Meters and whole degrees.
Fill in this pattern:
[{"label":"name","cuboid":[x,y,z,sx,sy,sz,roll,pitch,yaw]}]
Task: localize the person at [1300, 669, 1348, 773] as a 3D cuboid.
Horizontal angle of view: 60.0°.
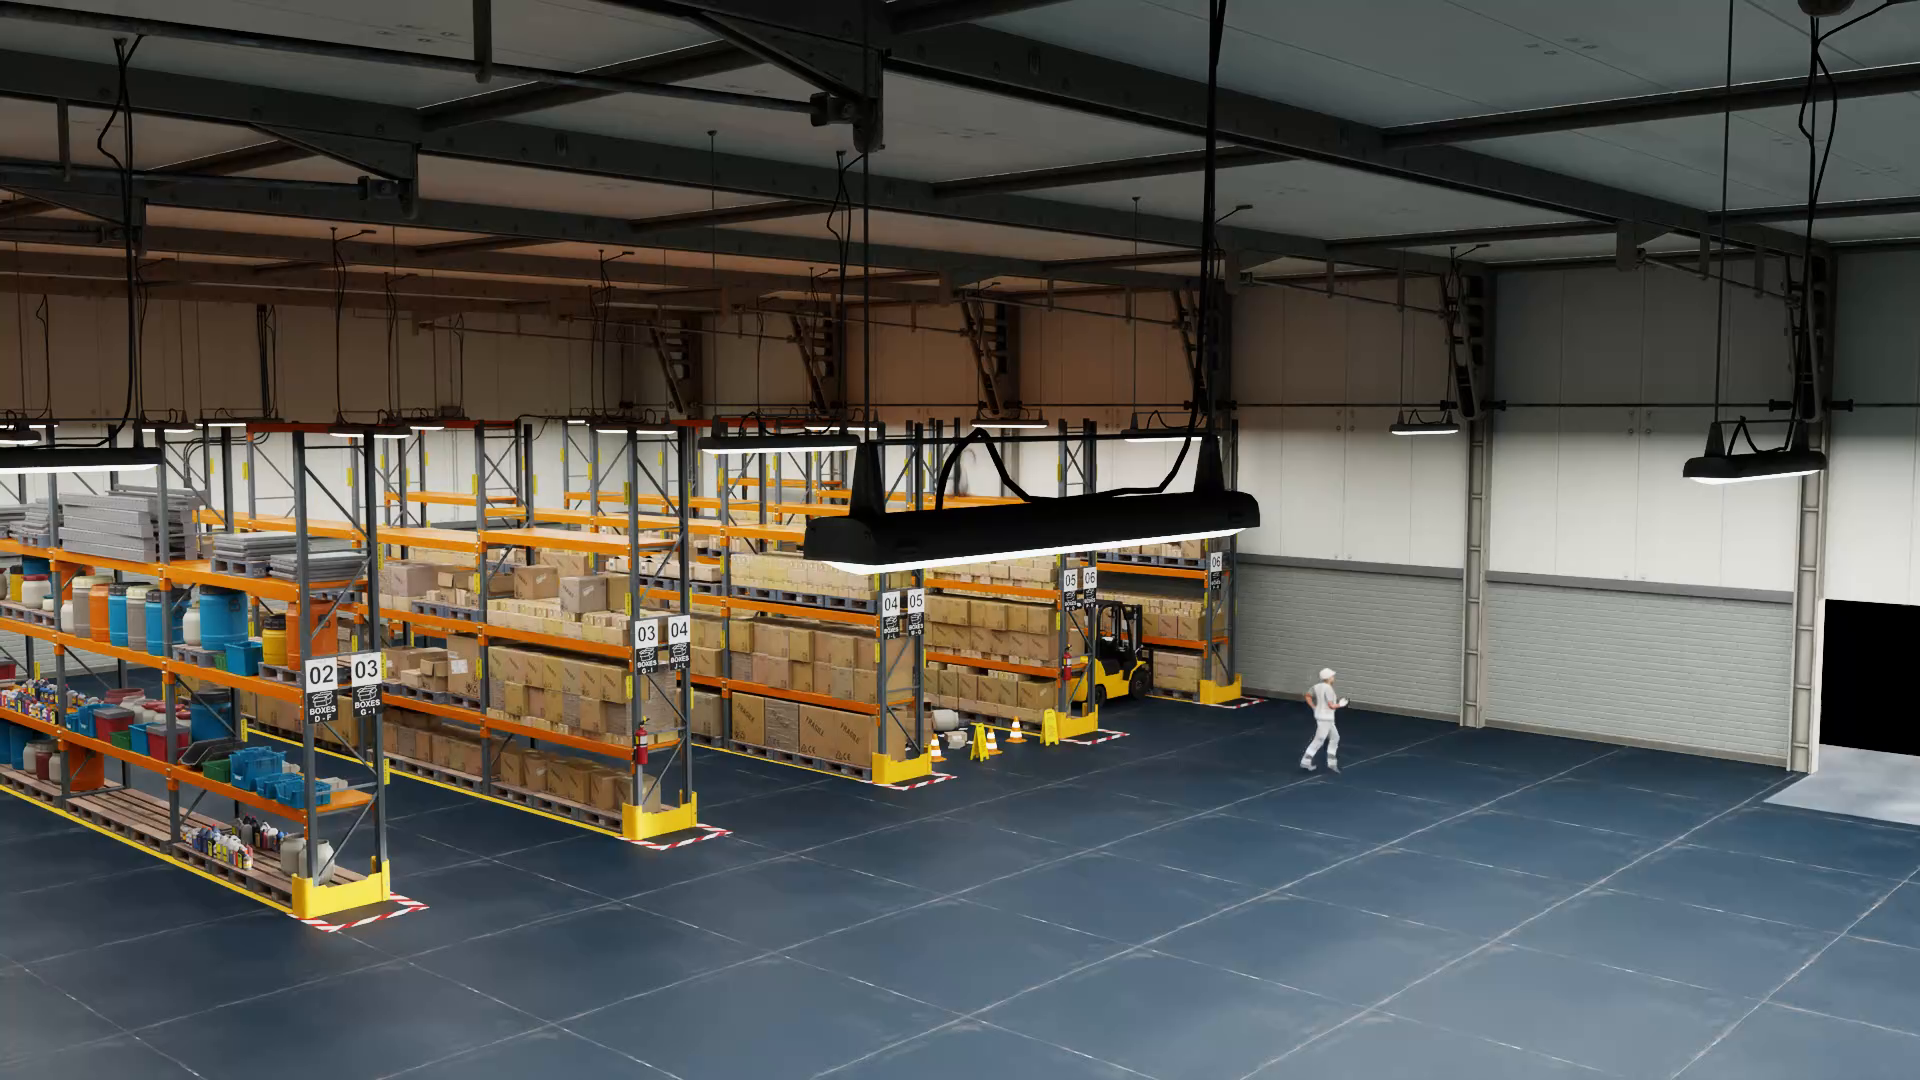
[{"label":"person","cuboid":[6.225,3.124,28.453,0.792,1.851,0.616,0,5,-2]}]
